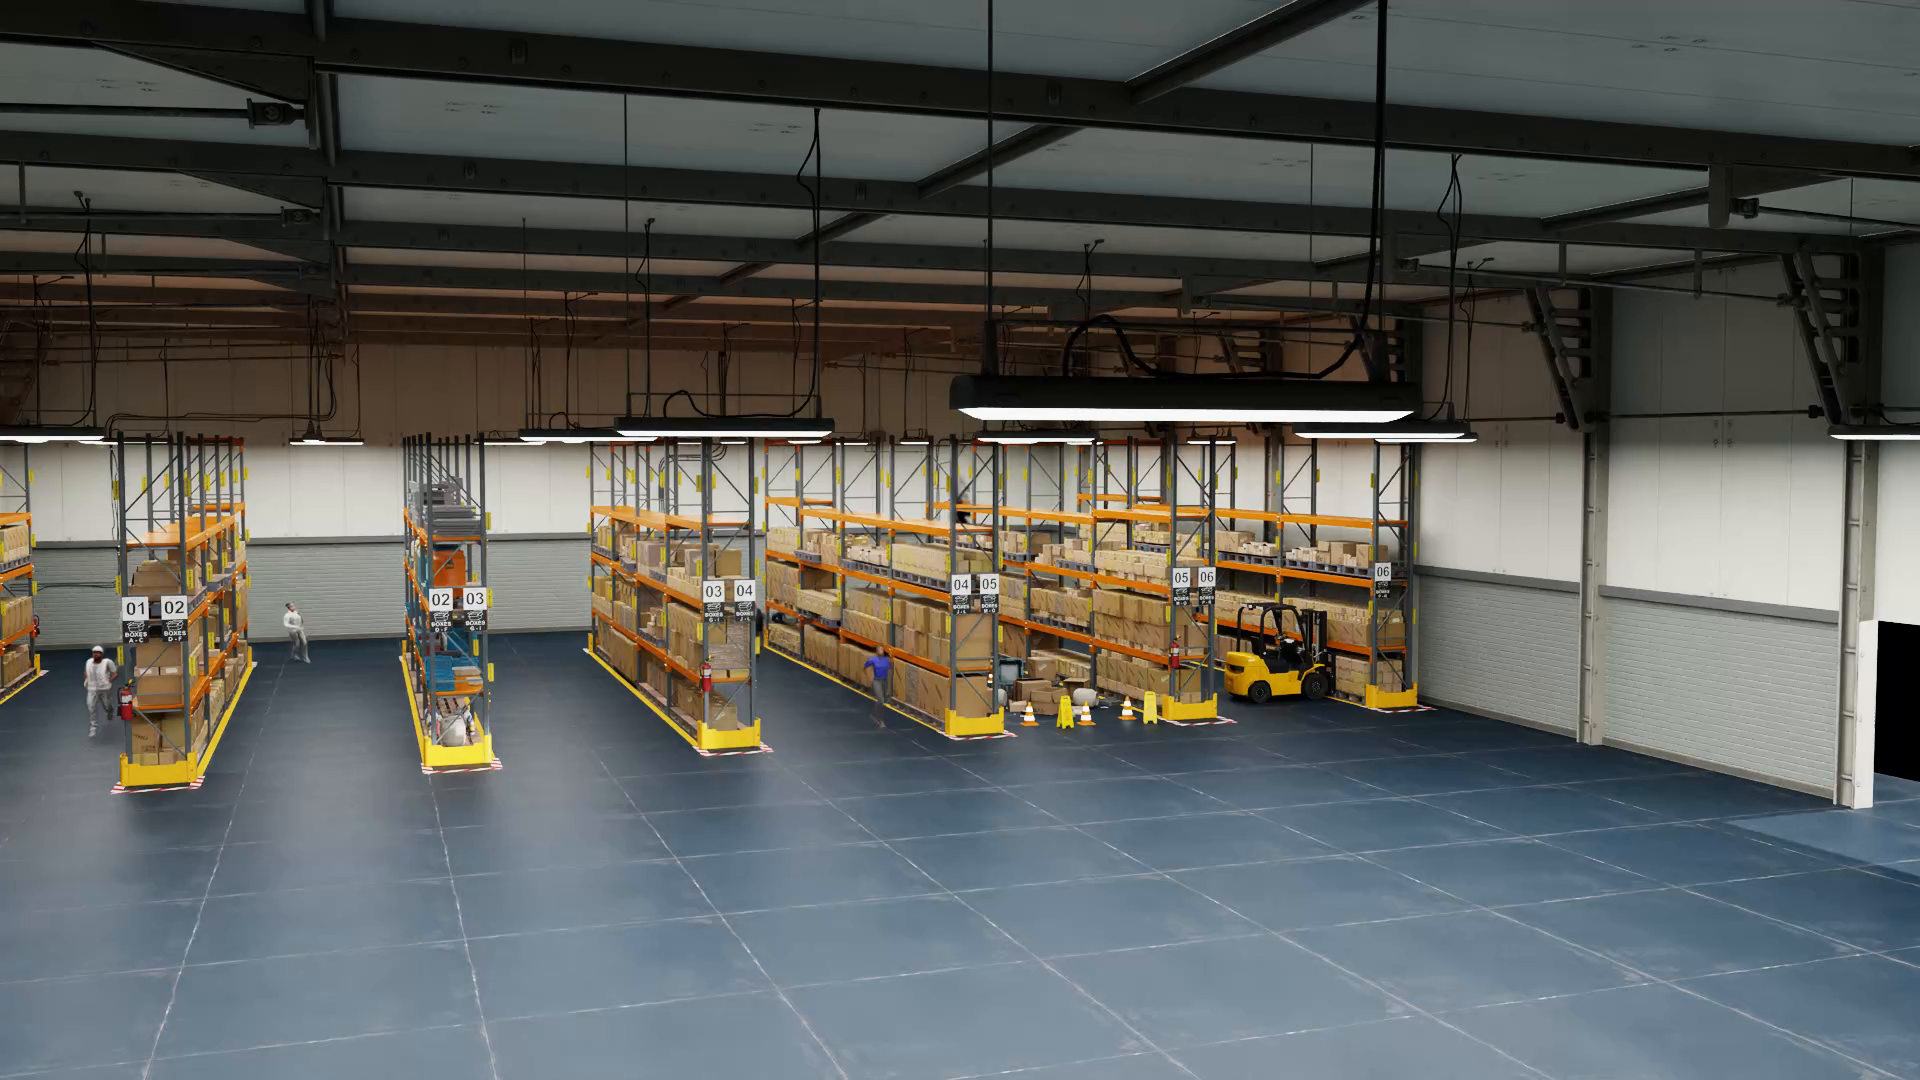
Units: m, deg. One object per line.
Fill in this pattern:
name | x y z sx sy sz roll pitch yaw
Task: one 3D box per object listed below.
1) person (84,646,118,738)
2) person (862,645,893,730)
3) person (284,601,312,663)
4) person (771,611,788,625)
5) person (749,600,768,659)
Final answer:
person | -17.239 3.008 33.354 0.652 1.773 1.123 -1 3 -15
person | -1.659 3.009 34.131 0.550 1.704 0.781 -2 4 -37
person | -17.692 2.454 44.232 0.721 1.674 0.657 1 3 24
person | -5.283 2.085 49.495 0.780 1.474 0.547 -2 4 -28
person | -5.458 2.430 44.286 0.707 1.678 0.609 -1 3 -17
